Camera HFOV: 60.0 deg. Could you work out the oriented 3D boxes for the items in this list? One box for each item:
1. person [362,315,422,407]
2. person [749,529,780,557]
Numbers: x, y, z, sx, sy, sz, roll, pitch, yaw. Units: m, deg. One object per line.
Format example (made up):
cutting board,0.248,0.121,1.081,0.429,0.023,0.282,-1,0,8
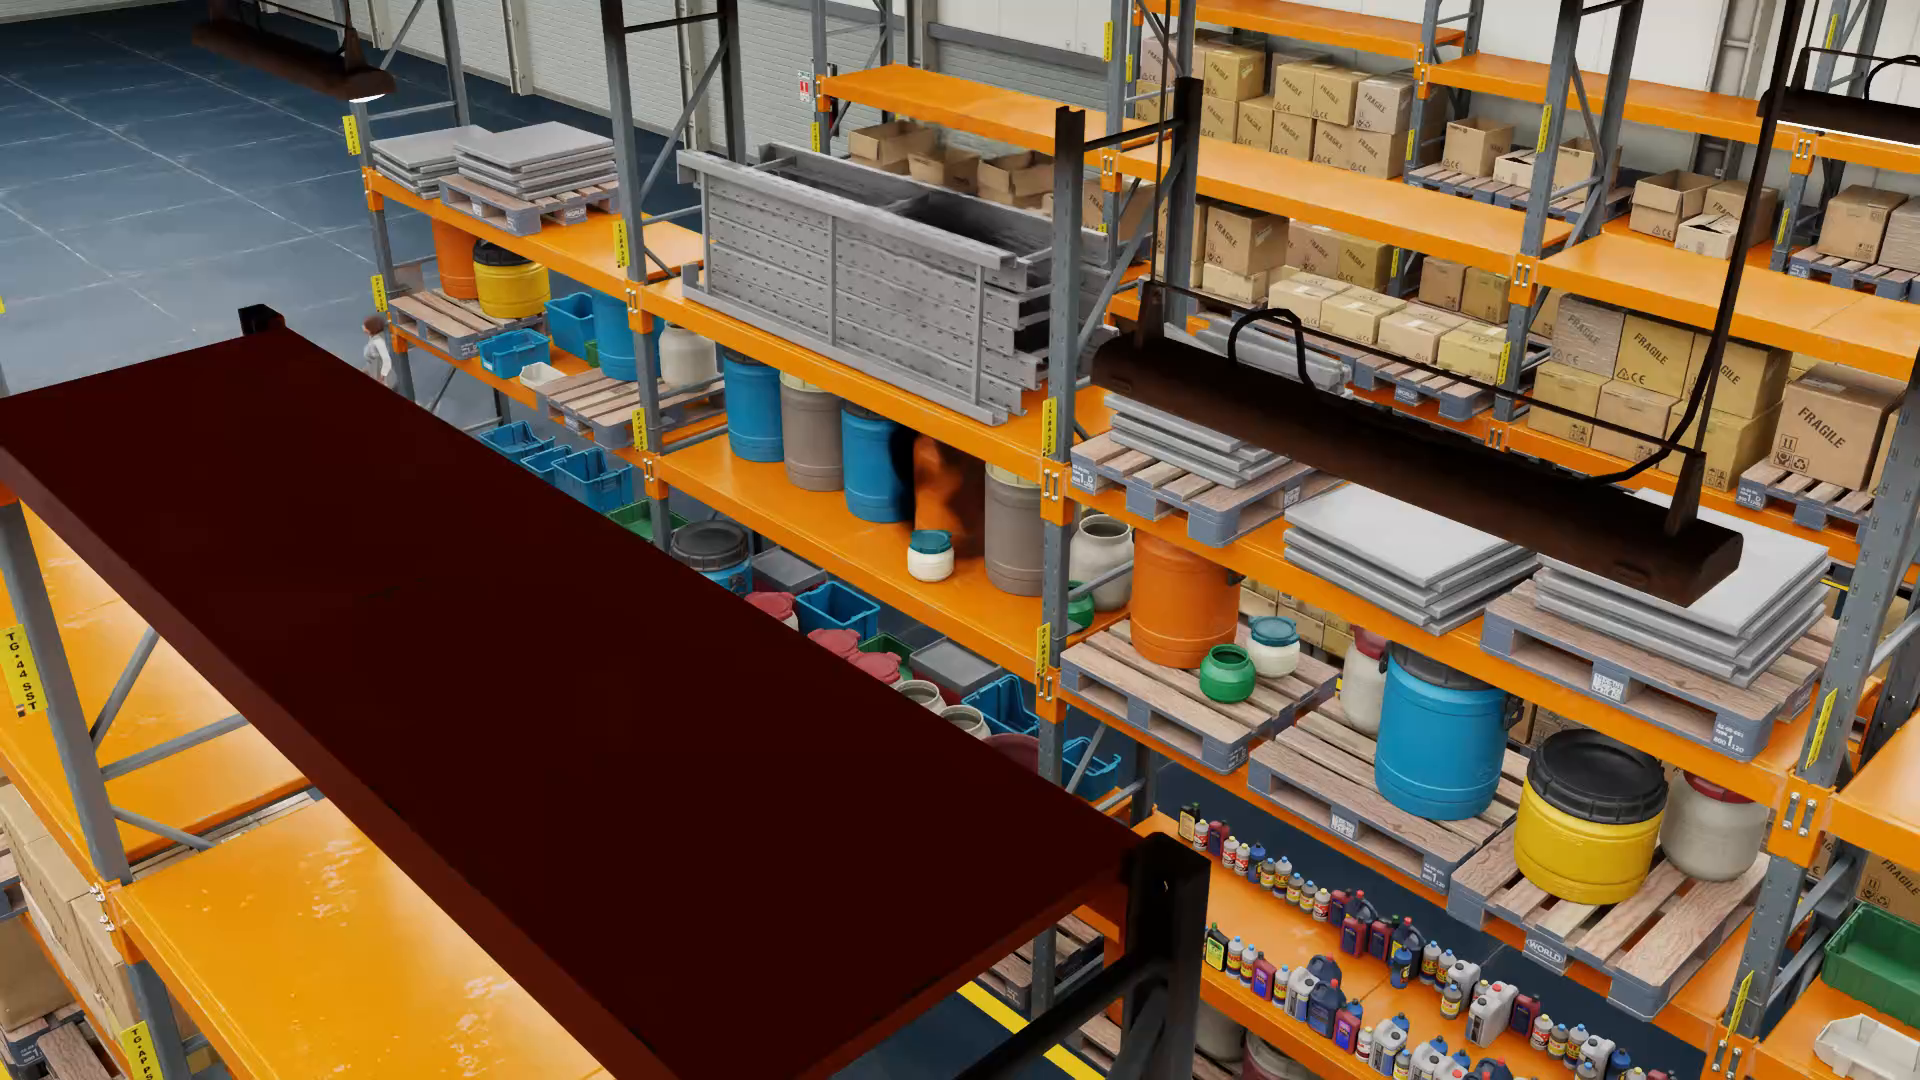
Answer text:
person,-6.390,-1.782,18.578,0.606,1.557,0.564,-12,30,-21
person,-1.728,-0.193,15.329,1.010,1.699,0.665,21,35,34
